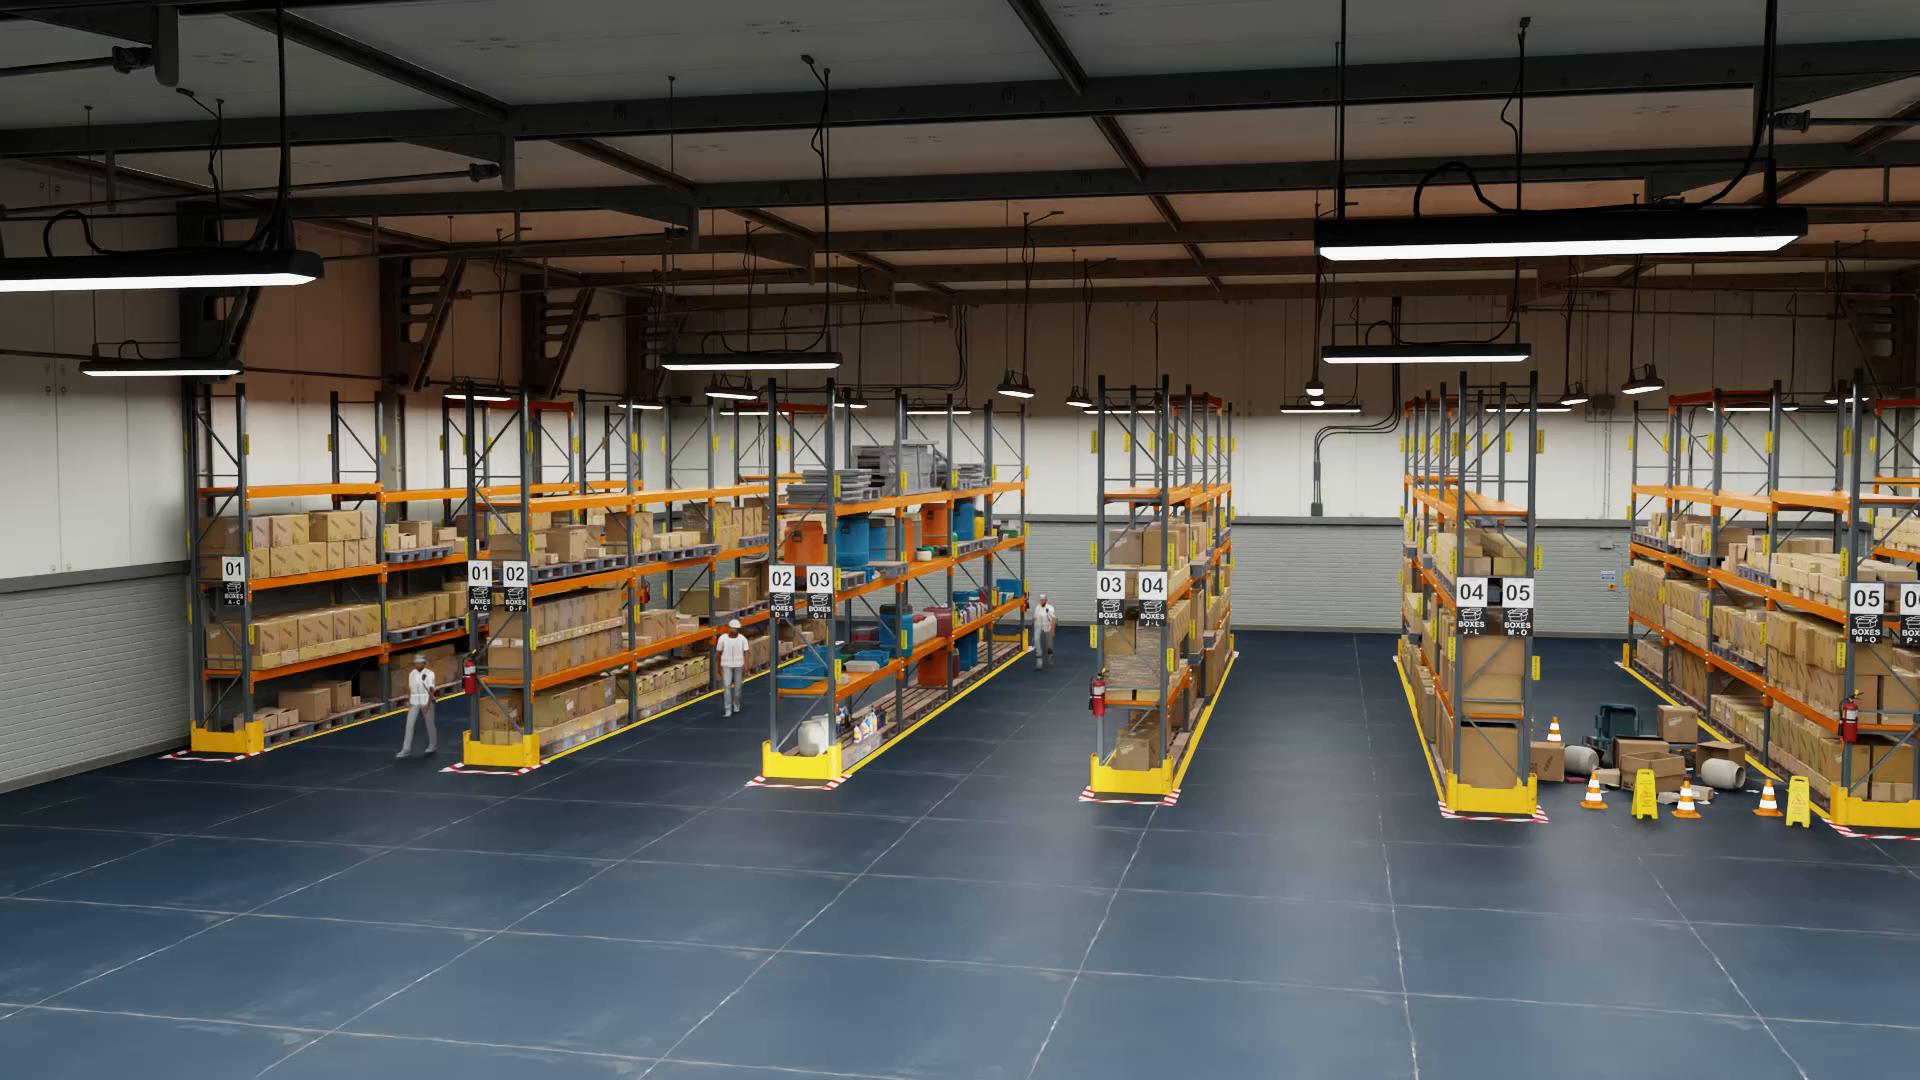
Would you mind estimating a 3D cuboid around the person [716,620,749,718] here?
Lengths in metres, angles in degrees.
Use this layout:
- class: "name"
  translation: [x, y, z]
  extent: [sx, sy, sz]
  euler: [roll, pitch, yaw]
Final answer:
- class: "person"
  translation: [-4.195, 2.381, 30.884]
  extent: [0.597, 1.767, 0.770]
  euler: [-1, 3, -17]

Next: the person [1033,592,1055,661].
- class: "person"
  translation: [1.891, 1.955, 37.160]
  extent: [0.494, 1.585, 0.846]
  euler: [1, 3, 10]

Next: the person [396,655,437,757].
- class: "person"
  translation: [-8.684, 2.642, 26.658]
  extent: [0.509, 1.624, 0.968]
  euler: [0, 3, -4]
